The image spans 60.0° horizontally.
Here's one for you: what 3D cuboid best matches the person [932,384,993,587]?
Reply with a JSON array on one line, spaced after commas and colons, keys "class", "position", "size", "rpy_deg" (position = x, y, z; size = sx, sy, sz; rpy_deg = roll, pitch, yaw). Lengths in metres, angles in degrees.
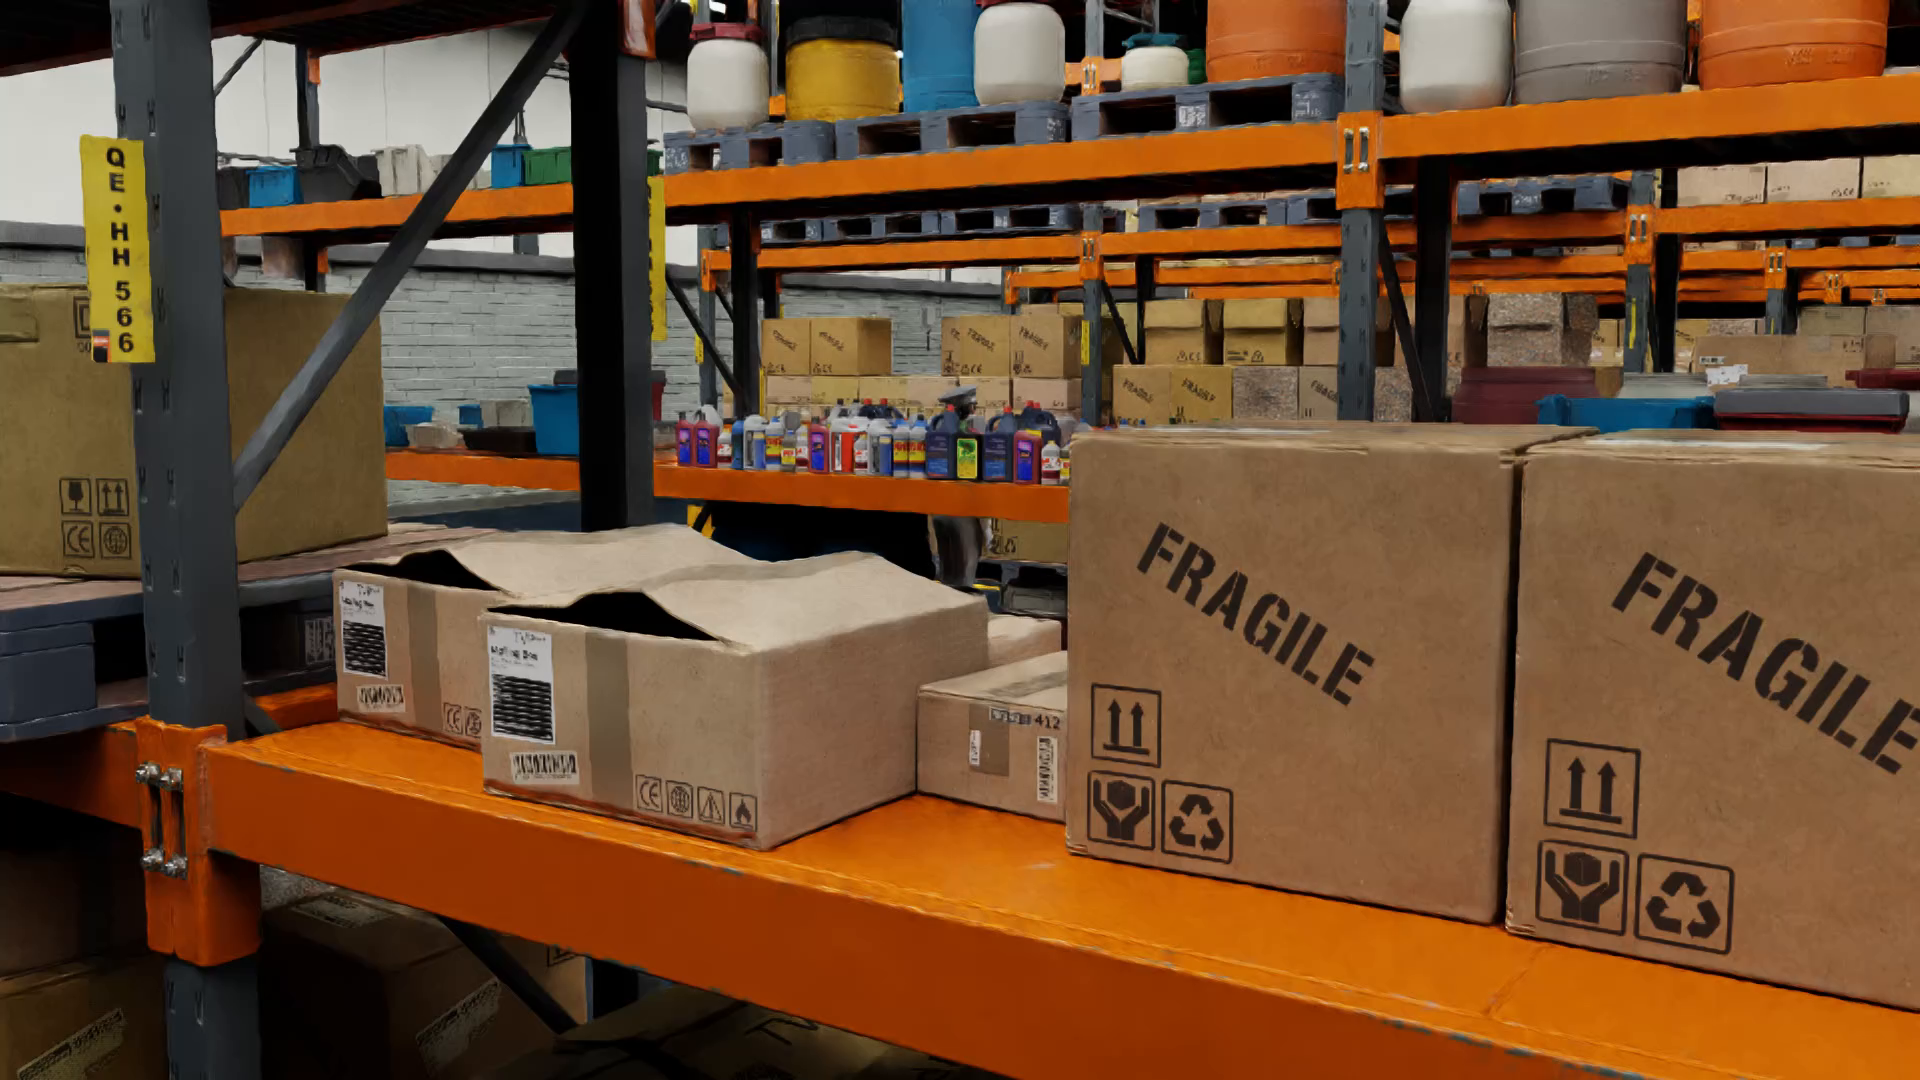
[{"class": "person", "position": [0.004, -0.105, 10.146], "size": [0.369, 1.682, 0.589], "rpy_deg": [-4, 7, -31]}]
